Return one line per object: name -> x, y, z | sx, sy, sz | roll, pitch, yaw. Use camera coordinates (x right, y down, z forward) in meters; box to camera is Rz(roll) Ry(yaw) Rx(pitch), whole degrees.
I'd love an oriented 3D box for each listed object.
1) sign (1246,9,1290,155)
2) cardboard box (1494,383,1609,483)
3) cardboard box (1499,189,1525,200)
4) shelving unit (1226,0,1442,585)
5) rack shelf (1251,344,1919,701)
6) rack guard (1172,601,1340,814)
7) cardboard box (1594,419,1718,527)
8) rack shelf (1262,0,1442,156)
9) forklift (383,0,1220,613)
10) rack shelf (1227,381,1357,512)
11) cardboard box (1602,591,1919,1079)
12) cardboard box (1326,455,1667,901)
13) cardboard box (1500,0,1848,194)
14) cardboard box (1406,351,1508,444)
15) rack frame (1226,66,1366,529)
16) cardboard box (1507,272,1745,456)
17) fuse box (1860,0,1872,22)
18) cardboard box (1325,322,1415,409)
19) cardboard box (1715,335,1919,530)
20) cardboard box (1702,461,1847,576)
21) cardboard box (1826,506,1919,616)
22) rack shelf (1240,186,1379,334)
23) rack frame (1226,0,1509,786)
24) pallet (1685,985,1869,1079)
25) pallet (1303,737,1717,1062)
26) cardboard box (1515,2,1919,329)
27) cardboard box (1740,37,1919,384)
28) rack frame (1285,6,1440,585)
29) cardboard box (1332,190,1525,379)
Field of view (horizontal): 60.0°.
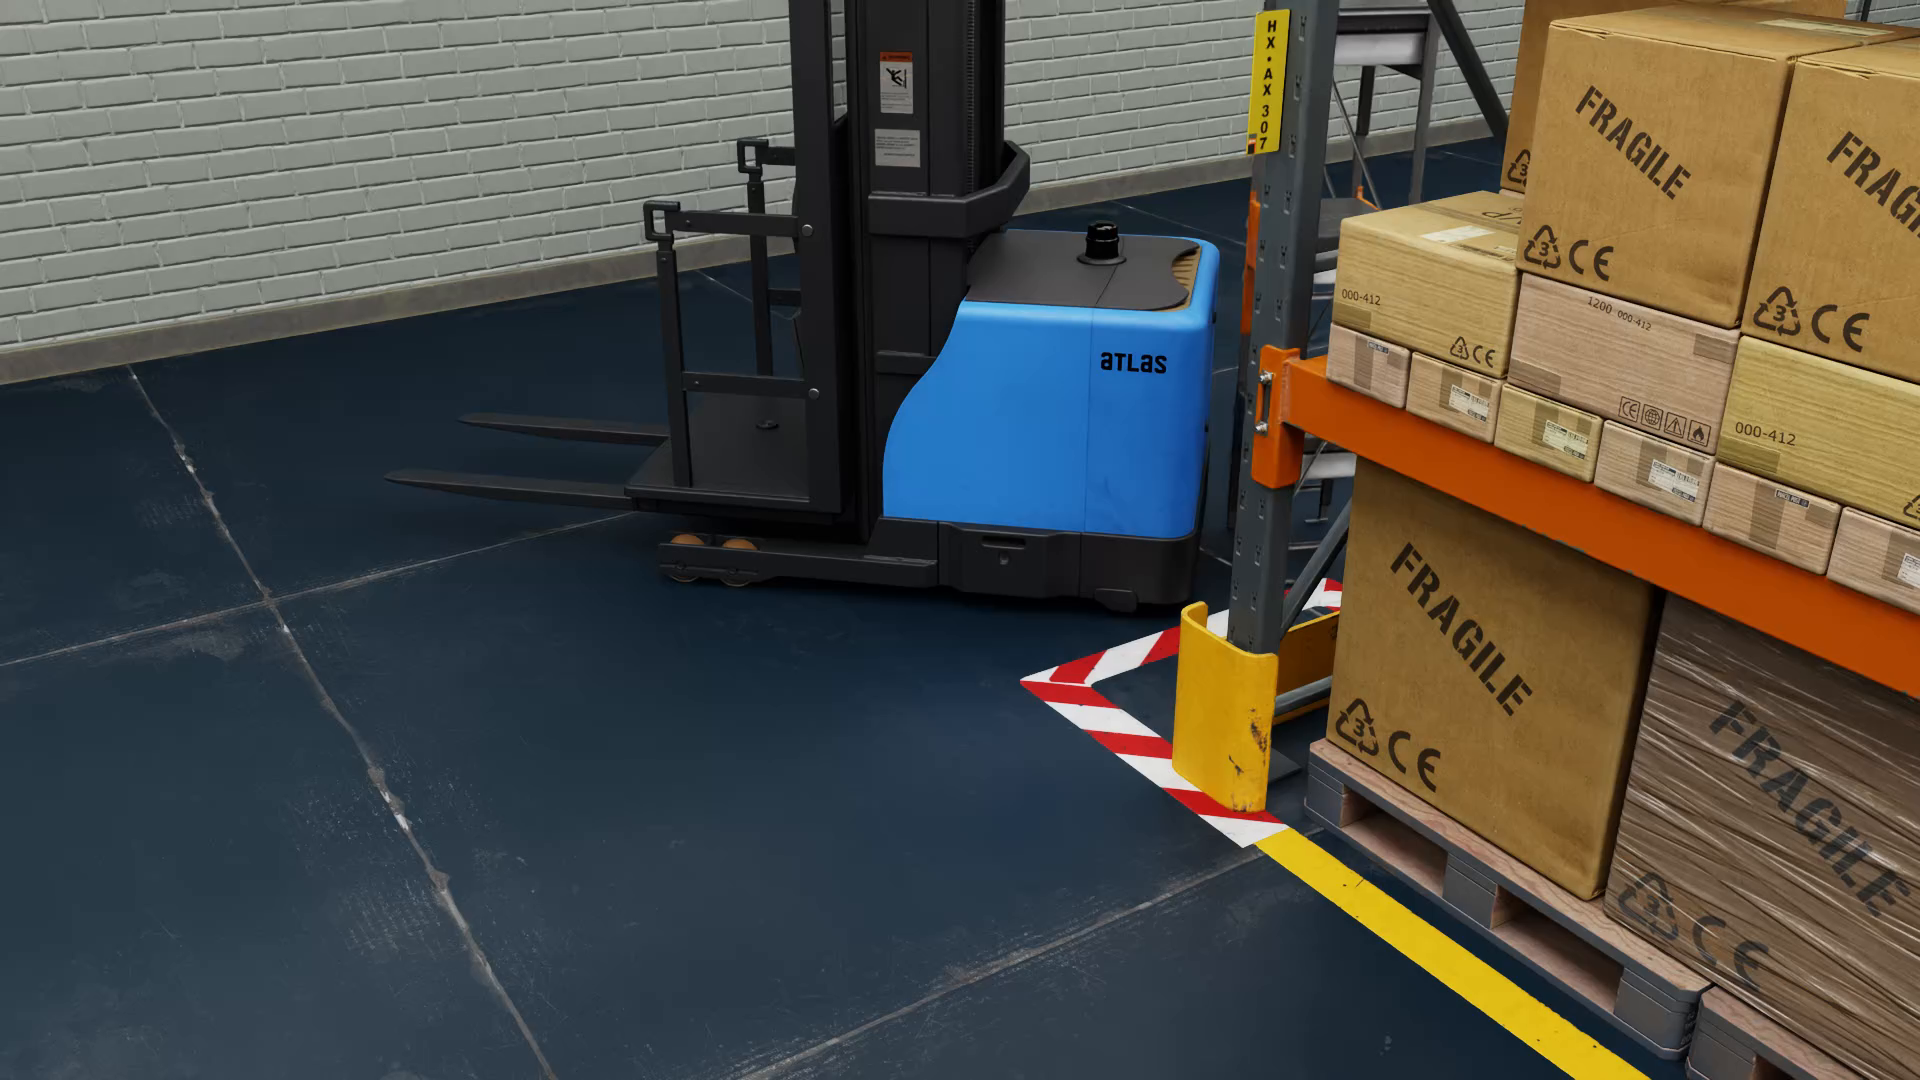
sign -> 0.721, -1.072, 3.899 | 0.100, 0.325, 0.005 | -16, 29, -30
cardboard box -> 1.388, -0.271, 3.605 | 0.380, 0.149, 0.250 | -16, 30, -31
cardboard box -> 1.677, -0.727, 4.103 | 0.500, 0.250, 0.500 | -16, 30, -30
shelving unit -> 1.253, -0.908, 5.709 | 0.431, 2.100, 0.503 | -4, 25, -8
rack shelf -> 2.282, 0.269, 3.009 | 1.077, 0.370, 4.000 | -16, 29, -30
rack guard -> 1.177, 0.350, 4.922 | 1.175, 0.500, 0.348 | -16, 29, -30
cardboard box -> 1.532, -0.178, 3.408 | 0.380, 0.149, 0.250 | -16, 30, -30
rack shelf -> 1.251, -1.530, 5.419 | 0.431, 0.518, 0.480 | -4, 25, -8
forklift -> -0.611, -1.375, 5.730 | 3.031, 2.935, 1.130 | 5, 26, 10
rack shelf -> 1.254, -0.261, 6.010 | 0.431, 0.518, 0.480 | -4, 25, -8
cardboard box -> 2.103, 0.535, 3.600 | 0.875, 0.875, 0.875 | -16, 29, -30
cardboard box -> 1.606, 0.210, 4.289 | 0.875, 0.875, 0.875 | -16, 29, -30
cardboard box -> 1.676, -1.064, 3.940 | 0.500, 0.500, 0.500 | -15, 29, -29
cardboard box -> 1.248, -0.363, 3.799 | 0.380, 0.149, 0.250 | -16, 30, -30
rack frame -> 1.213, -1.009, 5.927 | 0.400, 2.100, 0.015 | -4, 25, -8
cardboard box -> 1.515, -0.419, 3.452 | 0.500, 0.250, 0.500 | -16, 30, -30
fuse box -> 8.235, -4.947, 14.725 | 0.539, 1.711, 0.414 | -16, 29, -30
cardboard box -> 1.107, -0.454, 3.992 | 0.380, 0.149, 0.250 | -15, 29, -29
cardboard box -> 1.786, -0.239, 3.069 | 0.500, 0.250, 0.500 | -17, 30, -31
cardboard box -> 1.670, -0.087, 3.215 | 0.380, 0.149, 0.250 | -16, 30, -31
cardboard box -> 1.811, 0.005, 3.019 | 0.380, 0.149, 0.250 | -16, 30, -30
rack shelf -> 1.253, -0.895, 5.715 | 0.431, 0.518, 0.480 | -4, 25, -8
rack frame -> 1.190, -0.772, 4.371 | 1.000, 3.000, 0.127 | -16, 29, -30
pallet -> 2.354, 1.193, 3.475 | 1.003, 0.211, 1.213 | -16, 29, -30
pallet -> 1.692, 0.757, 4.399 | 1.003, 0.211, 1.213 | -16, 29, -30
cardboard box -> 1.498, -0.764, 3.303 | 0.500, 0.500, 0.500 | -16, 30, -31
cardboard box -> 1.786, -0.580, 2.914 | 0.500, 0.500, 0.500 | -16, 30, -31
rack frame -> 1.292, -0.806, 5.491 | 0.400, 2.100, 0.015 | -4, 25, -8
cardboard box -> 1.226, -0.604, 3.842 | 0.500, 0.250, 0.500 | -16, 30, -31
